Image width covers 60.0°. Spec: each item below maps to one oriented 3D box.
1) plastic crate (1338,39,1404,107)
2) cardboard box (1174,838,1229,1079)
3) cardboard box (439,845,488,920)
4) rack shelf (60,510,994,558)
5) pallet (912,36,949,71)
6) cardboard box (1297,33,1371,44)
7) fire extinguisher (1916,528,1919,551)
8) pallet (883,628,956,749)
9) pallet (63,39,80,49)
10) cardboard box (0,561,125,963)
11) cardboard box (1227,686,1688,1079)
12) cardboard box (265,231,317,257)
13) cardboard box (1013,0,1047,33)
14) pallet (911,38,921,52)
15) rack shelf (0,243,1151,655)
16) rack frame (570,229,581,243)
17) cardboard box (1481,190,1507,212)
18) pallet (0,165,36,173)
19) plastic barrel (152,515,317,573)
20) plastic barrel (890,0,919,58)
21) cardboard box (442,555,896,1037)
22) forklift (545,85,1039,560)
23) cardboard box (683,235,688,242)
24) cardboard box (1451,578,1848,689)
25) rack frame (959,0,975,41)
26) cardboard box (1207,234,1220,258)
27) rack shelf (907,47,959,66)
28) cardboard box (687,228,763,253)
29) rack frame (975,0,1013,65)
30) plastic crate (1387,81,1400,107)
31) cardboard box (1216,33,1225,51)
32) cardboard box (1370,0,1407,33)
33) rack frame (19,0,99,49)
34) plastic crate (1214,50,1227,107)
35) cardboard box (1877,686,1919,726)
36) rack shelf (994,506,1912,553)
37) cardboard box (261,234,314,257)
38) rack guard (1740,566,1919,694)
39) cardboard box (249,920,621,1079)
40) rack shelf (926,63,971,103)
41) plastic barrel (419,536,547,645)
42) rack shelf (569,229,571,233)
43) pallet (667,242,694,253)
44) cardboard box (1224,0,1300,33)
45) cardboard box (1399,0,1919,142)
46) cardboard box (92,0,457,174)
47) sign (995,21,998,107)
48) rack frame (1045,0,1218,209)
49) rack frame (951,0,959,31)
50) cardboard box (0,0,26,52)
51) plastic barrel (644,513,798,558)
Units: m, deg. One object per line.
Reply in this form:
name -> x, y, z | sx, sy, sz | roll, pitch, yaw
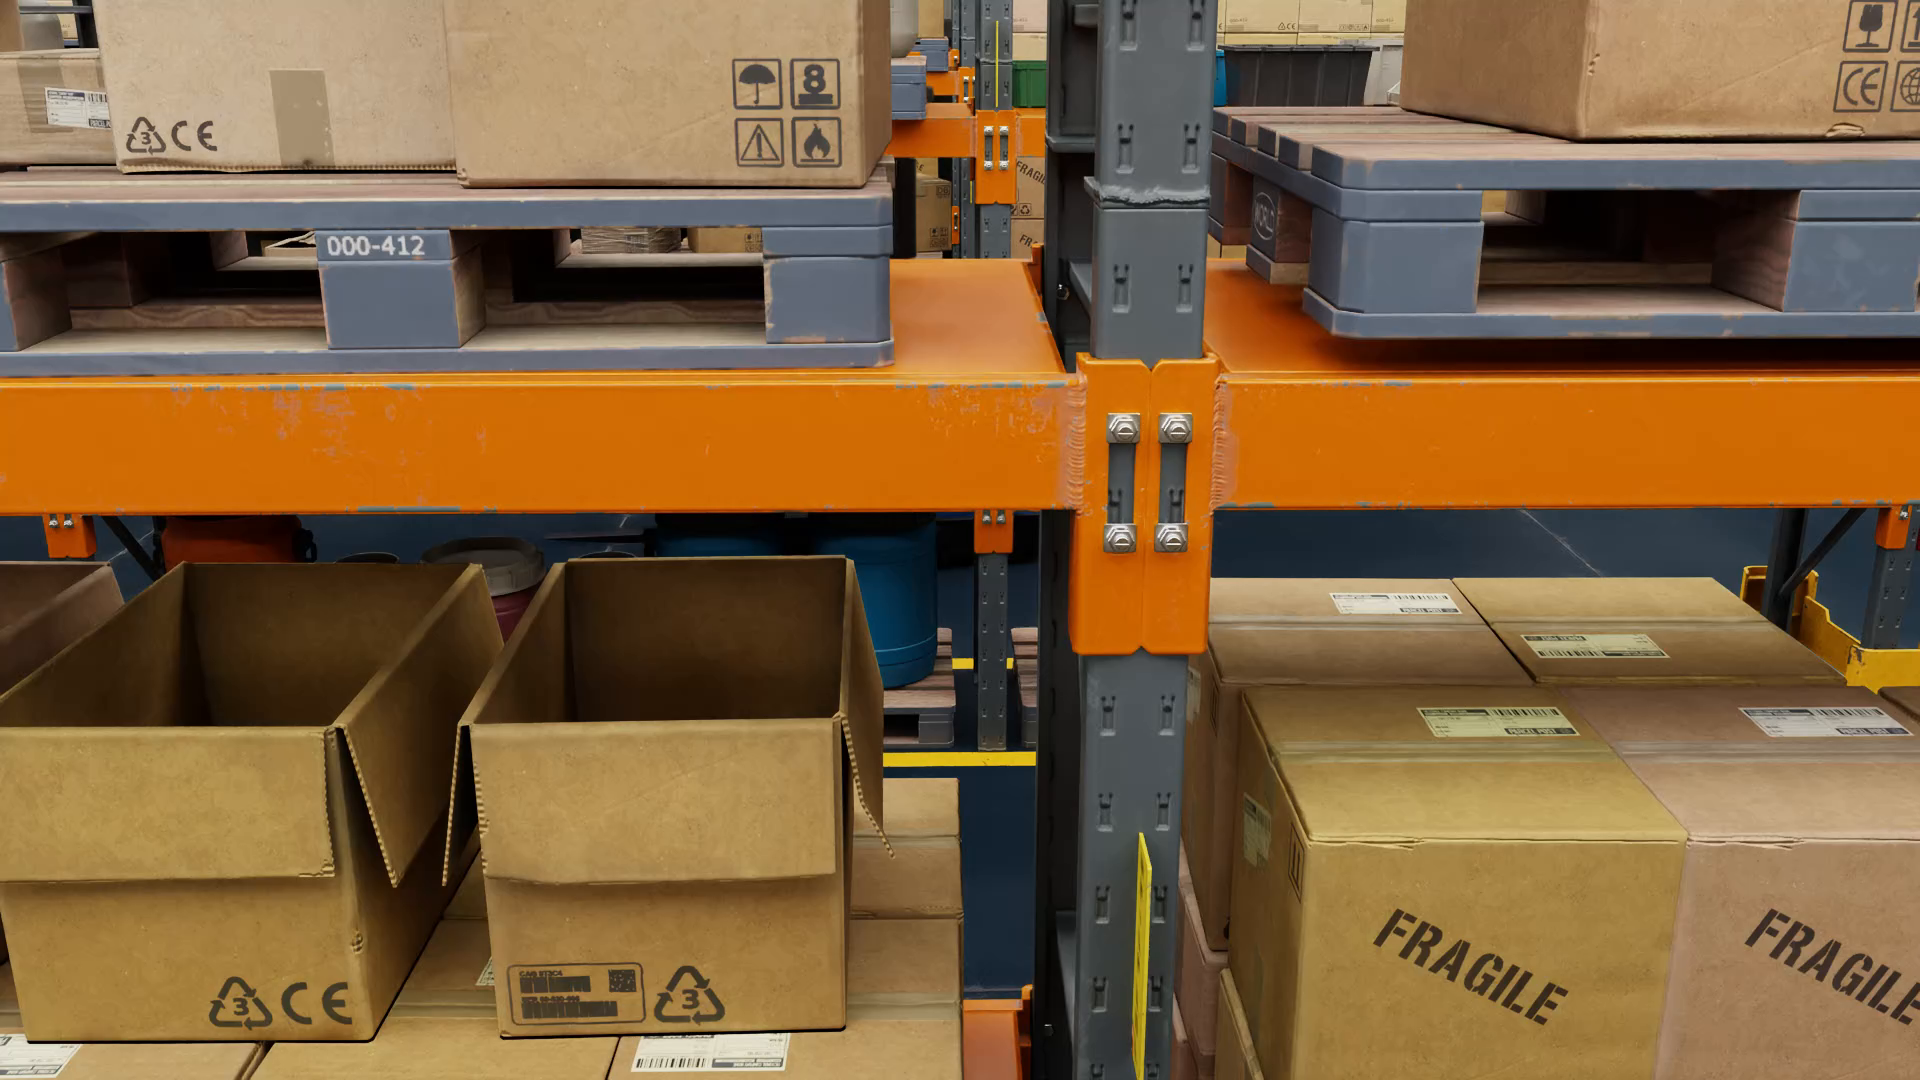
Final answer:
plastic crate -> 1.917, -2.092, 7.441 | 0.530, 0.282, 0.437 | 0, 18, -1
cardboard box -> 0.654, 0.743, 3.079 | 0.500, 0.250, 0.500 | -1, 18, -2
cardboard box -> -0.750, 0.777, 3.052 | 0.500, 0.500, 0.500 | 0, 18, -1
rack shelf -> -1.861, -0.265, 7.640 | 4.000, 0.370, 1.077 | 0, 18, -1
pallet -> -0.589, -3.487, 11.904 | 1.003, 0.211, 1.213 | 0, 18, -1
cardboard box -> 2.554, -3.418, 11.626 | 0.500, 0.250, 0.500 | 0, 18, -1
fire extinguisher -> 4.296, -0.284, 7.259 | 0.183, 0.674, 0.296 | 0, 18, -1
pallet -> -0.633, 0.702, 8.015 | 1.213, 0.211, 1.003 | 0, 18, -1
pallet -> -5.731, -3.412, 11.672 | 1.213, 0.211, 1.003 | 1, 18, 2
cardboard box -> -1.729, 0.384, 2.635 | 0.637, 0.503, 0.797 | 0, 18, 1
cardboard box -> 0.700, 0.544, 2.472 | 0.500, 0.500, 0.500 | 0, 18, -1
cardboard box -> -4.833, -2.123, 12.401 | 0.500, 0.311, 0.500 | 0, 18, -2
cardboard box -> 0.554, -3.651, 11.536 | 0.500, 0.250, 0.500 | 0, 18, -1
pallet -> -0.934, -4.961, 16.503 | 1.217, 0.209, 0.805 | -1, 18, -3
rack shelf -> -1.783, -0.180, 2.467 | 4.000, 0.370, 1.077 | 0, 18, -1
rack frame -> -4.017, -3.624, 16.933 | 0.127, 3.000, 1.000 | 0, 18, -1
cardboard box -> 3.623, -2.587, 11.900 | 0.500, 0.500, 0.500 | 0, 18, -1
pallet -> -2.022, -0.449, 2.435 | 1.213, 0.211, 1.003 | 1, 18, 2
plastic barrel -> -3.372, 0.228, 7.791 | 0.708, 0.830, 0.600 | 0, 18, -1
plastic barrel -> -0.392, -2.384, 7.248 | 0.433, 0.535, 0.433 | 0, 18, 0
cardboard box -> -0.422, 0.376, 2.659 | 0.637, 0.503, 0.797 | -1, 18, -2
forklift -> -1.004, -1.355, 9.974 | 3.031, 2.935, 1.130 | -2, 18, -7
cardboard box -> -2.404, -2.766, 17.090 | 0.750, 0.750, 0.750 | 0, 18, -1
cardboard box -> 1.173, 0.383, 2.973 | 0.500, 0.500, 0.500 | 0, 18, 0
rack frame -> 0.064, -4.987, 11.360 | 0.127, 3.000, 1.000 | 0, 18, -1
cardboard box -> 1.590, -2.102, 12.026 | 0.500, 0.500, 0.500 | 0, 18, -1
rack shelf -> -2.017, -4.719, 16.615 | 4.000, 0.370, 1.077 | 0, 18, -1
cardboard box -> -1.701, -2.350, 12.112 | 0.500, 0.500, 0.700 | -5, 18, -15
rack frame -> 0.139, -3.474, 6.644 | 0.127, 3.000, 1.000 | 0, 18, -1
plastic crate -> 2.076, -1.853, 6.936 | 0.530, 0.136, 0.437 | 0, 18, -1
cardboard box -> 1.554, -3.417, 11.623 | 0.500, 0.250, 0.500 | 0, 18, -1
cardboard box -> 3.054, -3.661, 11.567 | 0.500, 0.250, 0.500 | 0, 18, -1
rack frame -> -3.861, -3.454, 6.584 | 0.127, 3.000, 1.000 | 0, 18, -1
plastic crate -> 1.044, -2.068, 7.446 | 0.300, 0.233, 0.416 | 0, 18, -1
cardboard box -> 1.712, 0.540, 2.484 | 0.500, 0.500, 0.500 | -1, 18, -3
rack shelf -> 2.138, -0.284, 7.701 | 4.000, 0.370, 1.077 | 0, 18, -1
cardboard box -> -6.841, -2.992, 17.110 | 0.500, 0.250, 0.500 | -1, 18, -2
rack guard -> 4.162, 0.550, 8.015 | 0.348, 0.500, 1.175 | 0, 18, -1
cardboard box -> -0.741, 0.934, 2.562 | 0.500, 0.500, 0.500 | 0, 18, 1
rack shelf -> -1.936, -3.206, 11.898 | 4.000, 0.370, 1.077 | 0, 18, -1
plastic barrel -> -2.243, 0.337, 7.845 | 0.708, 0.588, 0.600 | 0, 18, -1
rack shelf -> -6.017, -3.271, 17.013 | 4.000, 0.370, 1.077 | 0, 18, -1
pallet -> -1.991, -2.030, 12.279 | 1.213, 0.211, 1.003 | 0, 18, -1
cardboard box -> 2.054, -3.656, 11.549 | 0.500, 0.250, 0.500 | 0, 18, -1
cardboard box -> 0.998, -0.850, 2.361 | 0.500, 0.500, 0.700 | -1, 18, -4
cardboard box -> -0.881, -0.712, 2.405 | 0.500, 0.311, 0.500 | -1, 18, -3
sign -> 0.145, -1.882, 6.577 | 0.005, 0.325, 0.100 | 0, 18, -1
rack frame -> 0.217, -1.961, 1.929 | 0.127, 3.000, 1.000 | 0, 18, -1
rack frame -> -0.018, -6.500, 16.077 | 0.127, 3.000, 1.000 | 0, 18, -1
cardboard box -> -1.740, -0.779, 2.298 | 0.637, 0.503, 0.797 | -1, 18, -2
plastic barrel -> -1.114, 0.183, 7.814 | 0.708, 0.901, 0.600 | 0, 18, -1
